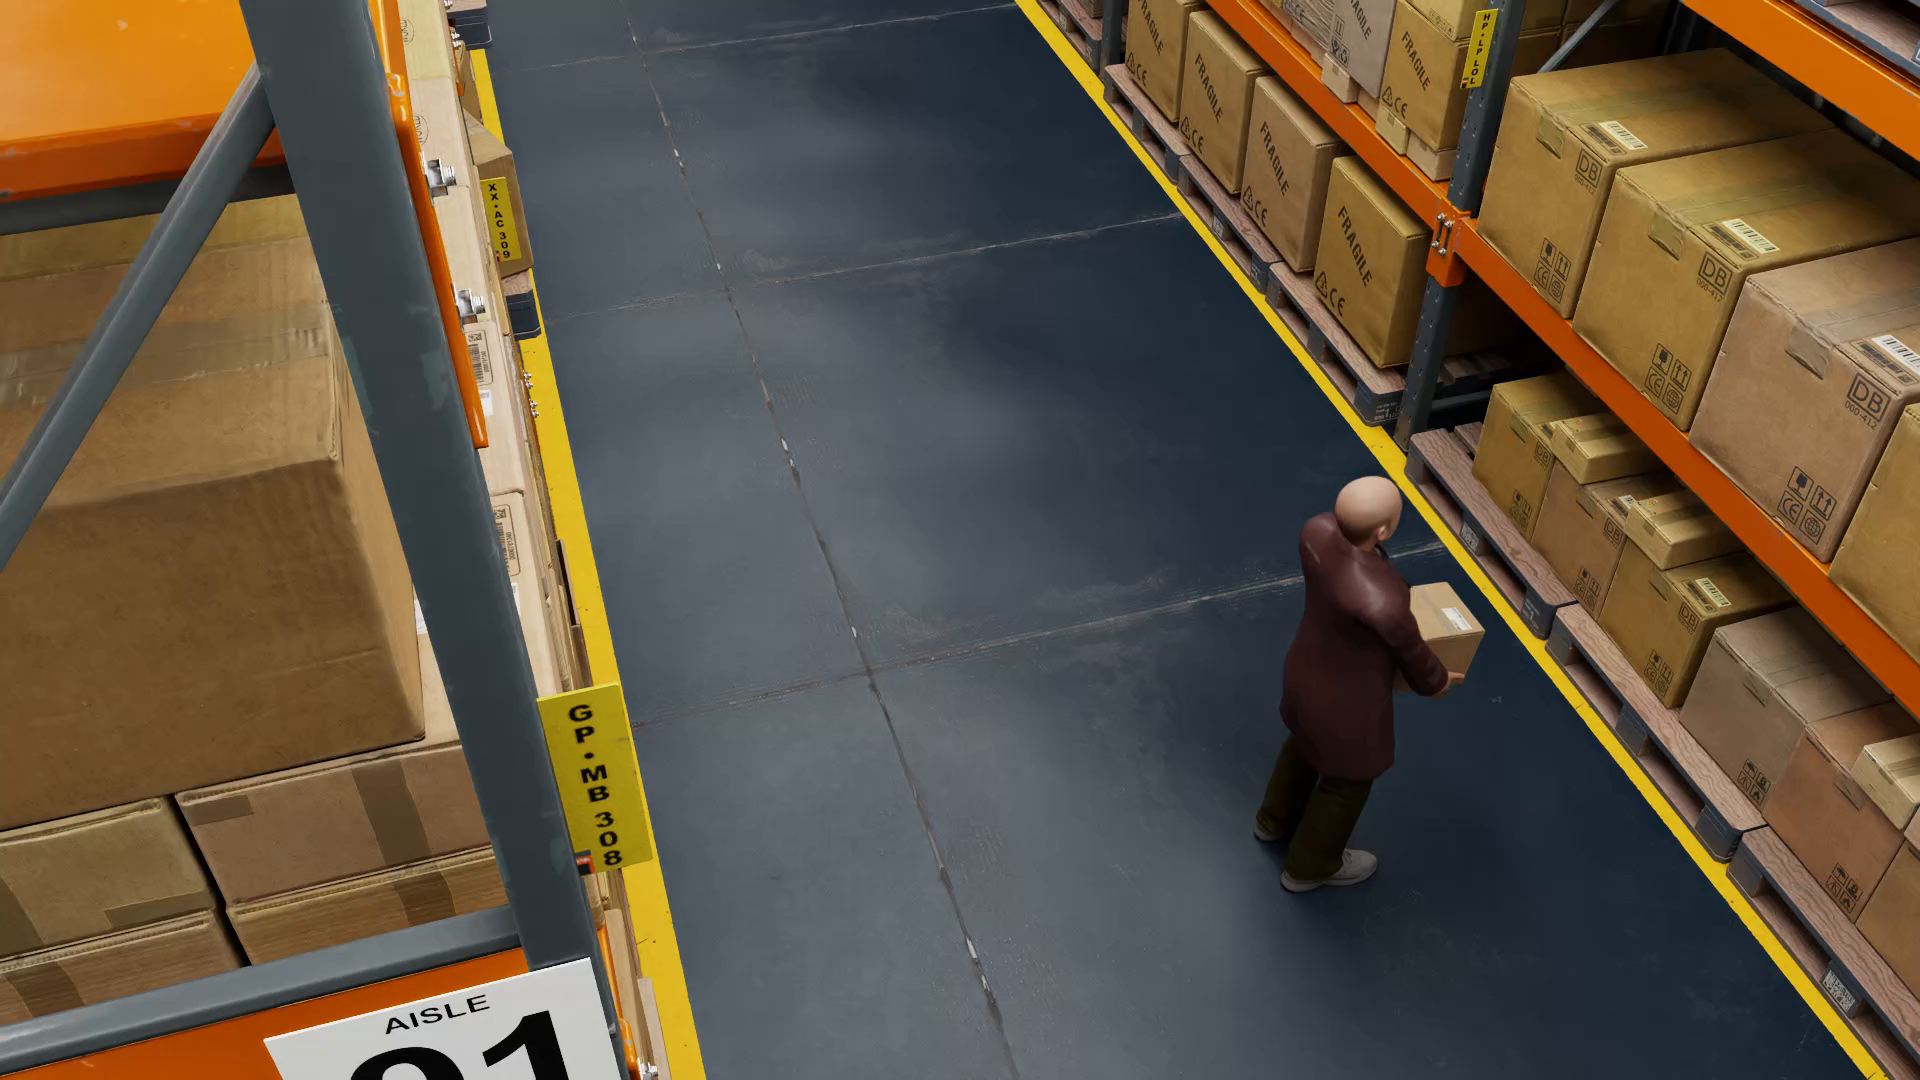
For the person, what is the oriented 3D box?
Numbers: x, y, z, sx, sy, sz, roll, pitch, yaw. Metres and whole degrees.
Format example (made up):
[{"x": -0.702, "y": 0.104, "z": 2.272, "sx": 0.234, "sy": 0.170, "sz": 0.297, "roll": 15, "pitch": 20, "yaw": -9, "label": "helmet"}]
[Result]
[{"x": 1.382, "y": 0.471, "z": 5.644, "sx": 0.556, "sy": 1.780, "sz": 0.526, "roll": -12, "pitch": 43, "yaw": -13, "label": "person"}]
